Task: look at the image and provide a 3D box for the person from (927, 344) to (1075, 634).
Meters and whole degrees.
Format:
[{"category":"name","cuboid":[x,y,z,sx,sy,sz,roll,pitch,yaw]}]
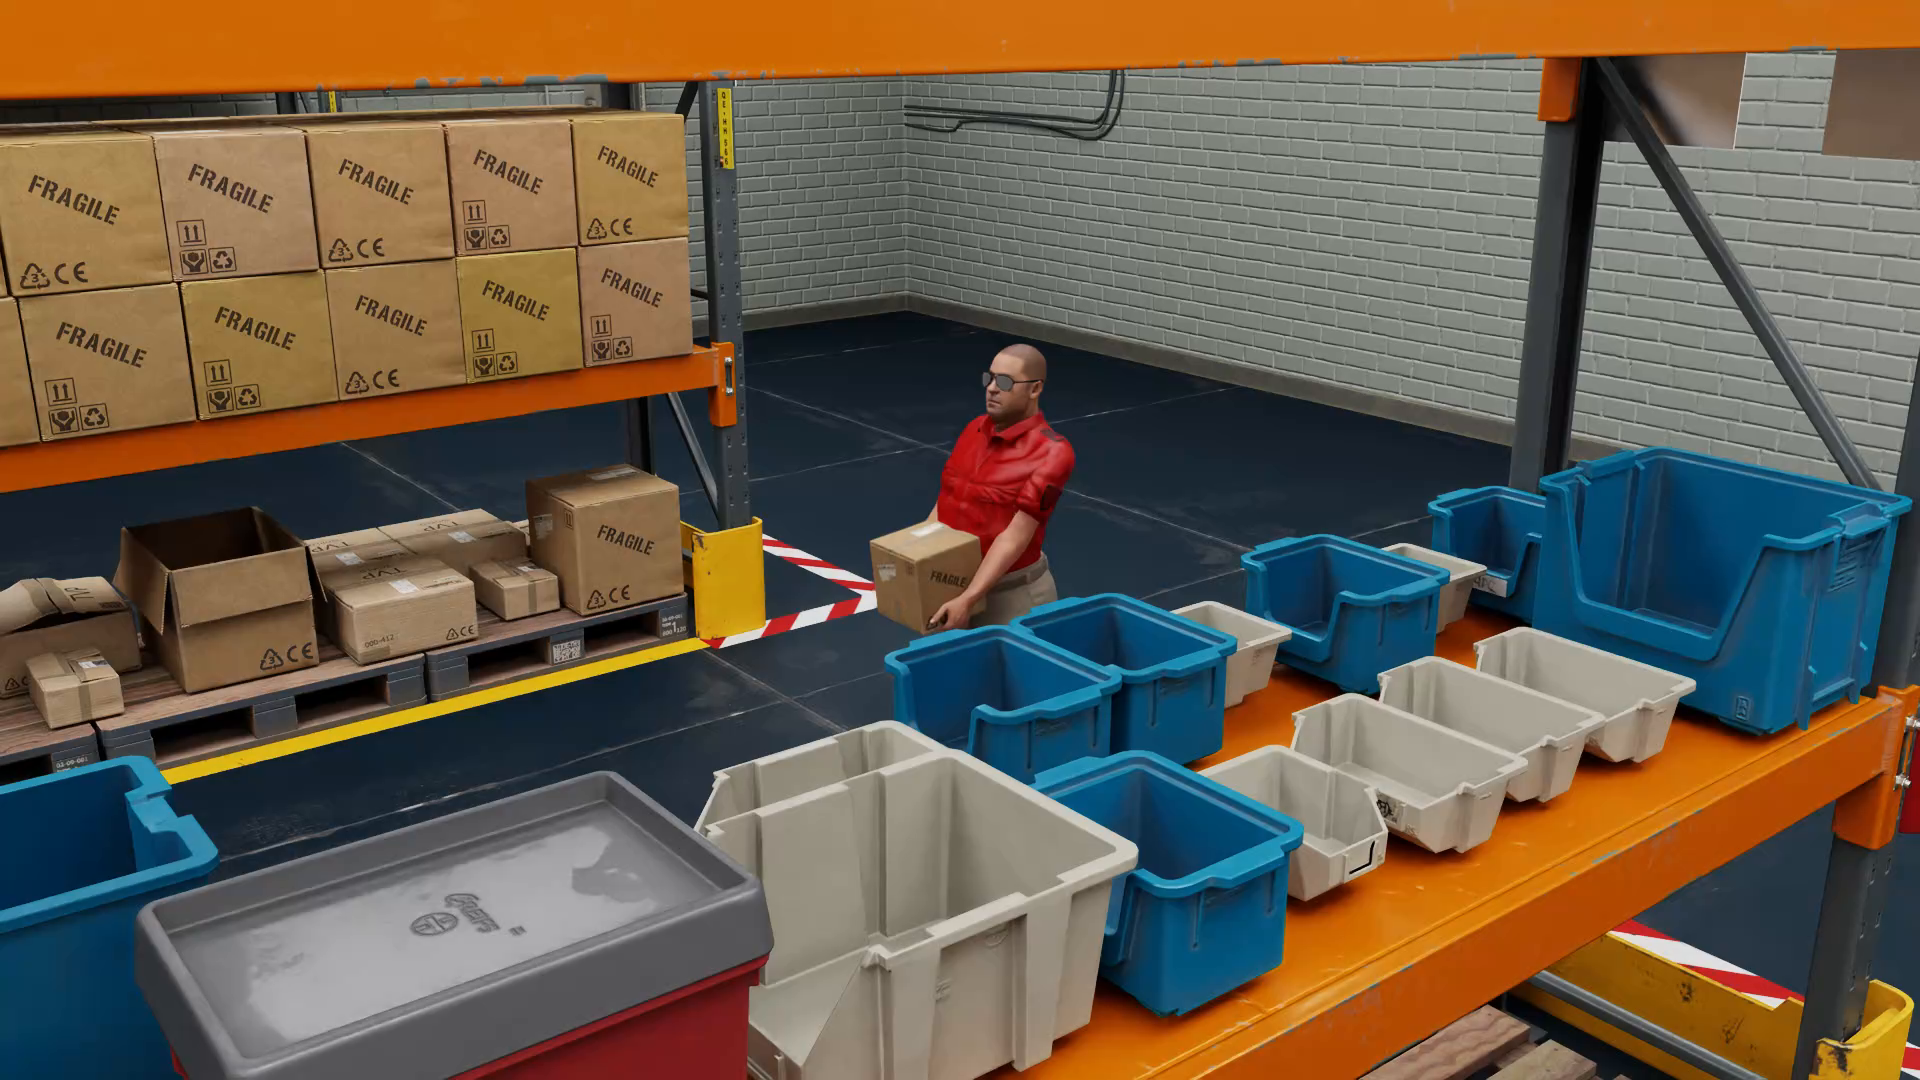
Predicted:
[{"category":"person","cuboid":[0.051,0.234,5.361,0.530,1.714,0.494,-13,22,-35]}]
